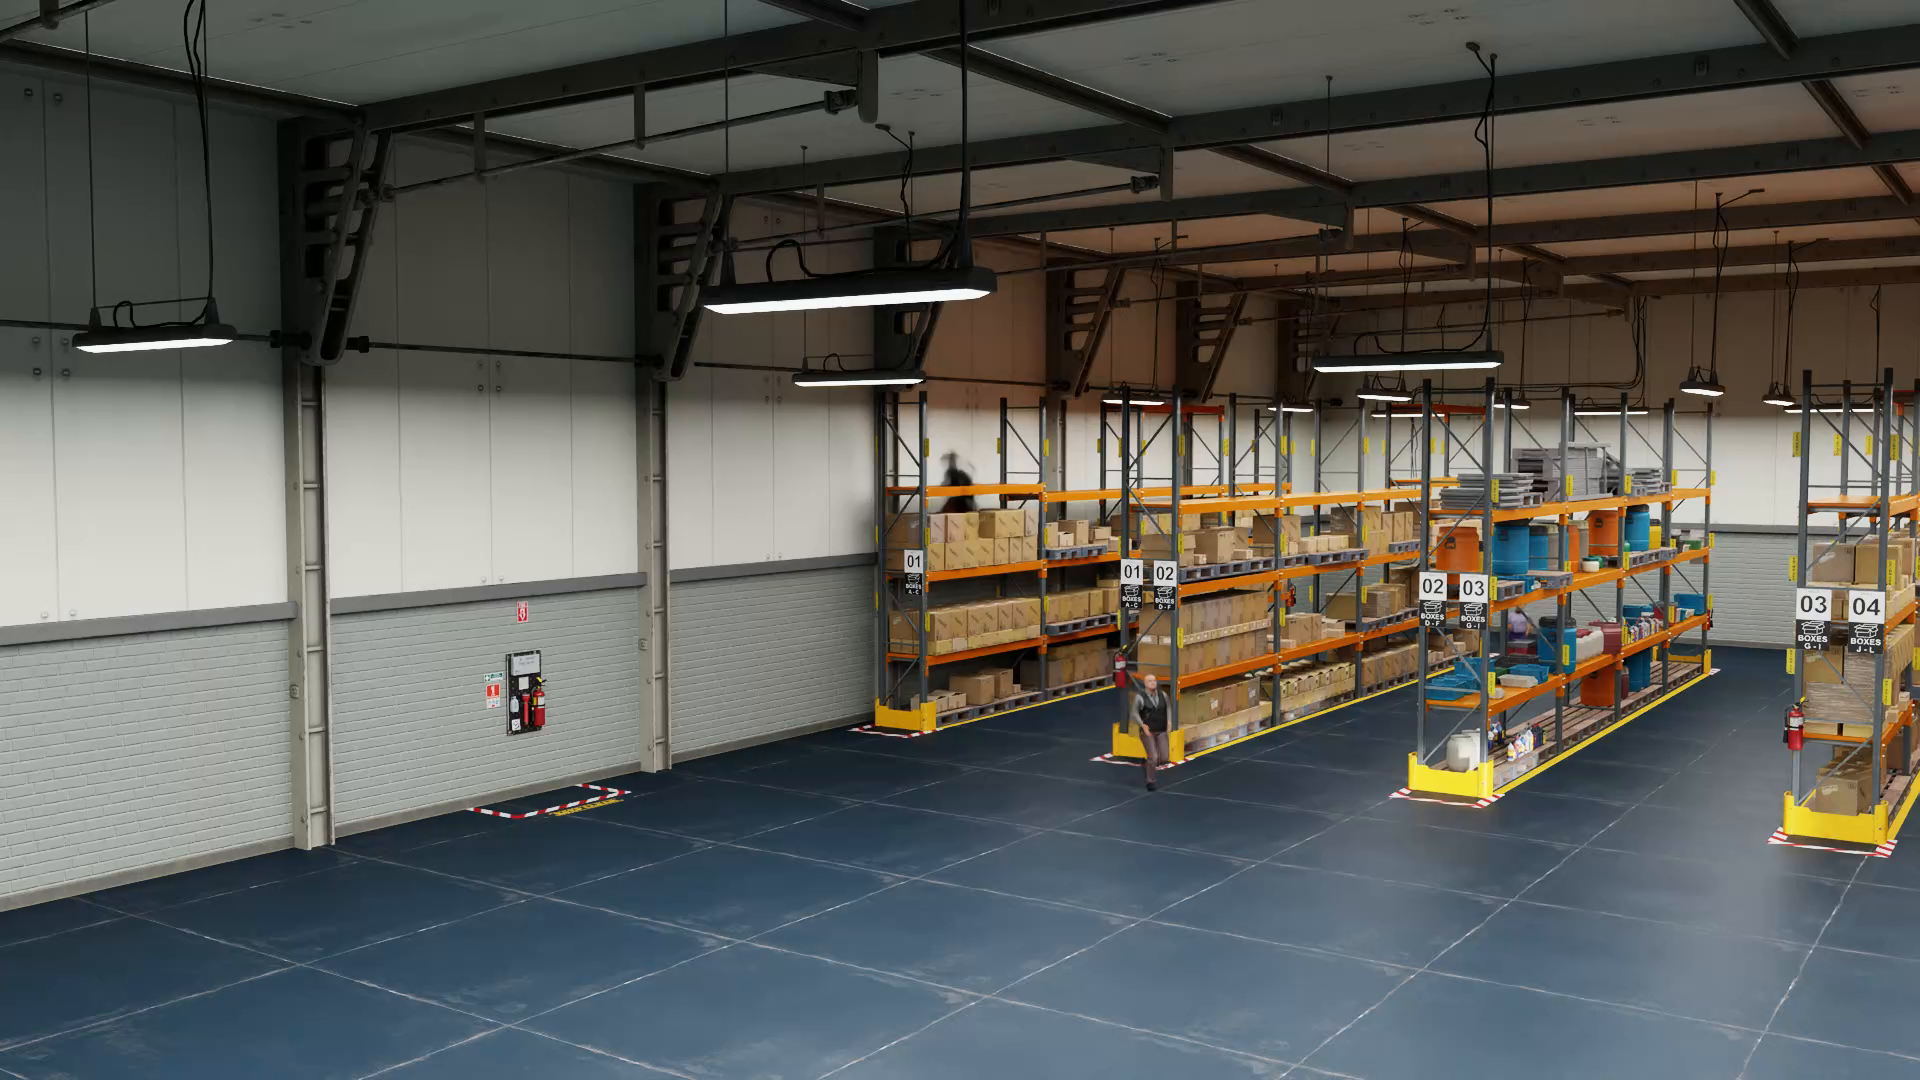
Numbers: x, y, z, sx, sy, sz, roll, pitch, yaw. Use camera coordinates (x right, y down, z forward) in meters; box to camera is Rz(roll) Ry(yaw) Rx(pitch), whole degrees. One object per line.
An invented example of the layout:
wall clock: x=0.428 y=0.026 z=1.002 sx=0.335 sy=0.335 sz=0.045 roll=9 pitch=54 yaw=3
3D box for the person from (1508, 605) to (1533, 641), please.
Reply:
person: x=12.260 y=2.173 z=36.555 sx=0.561 sy=1.688 sz=0.714 roll=1 pitch=4 yaw=25

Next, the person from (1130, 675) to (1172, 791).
person: x=2.825 y=2.814 z=24.382 sx=0.665 sy=1.688 sz=0.534 roll=-1 pitch=3 yaw=-17
